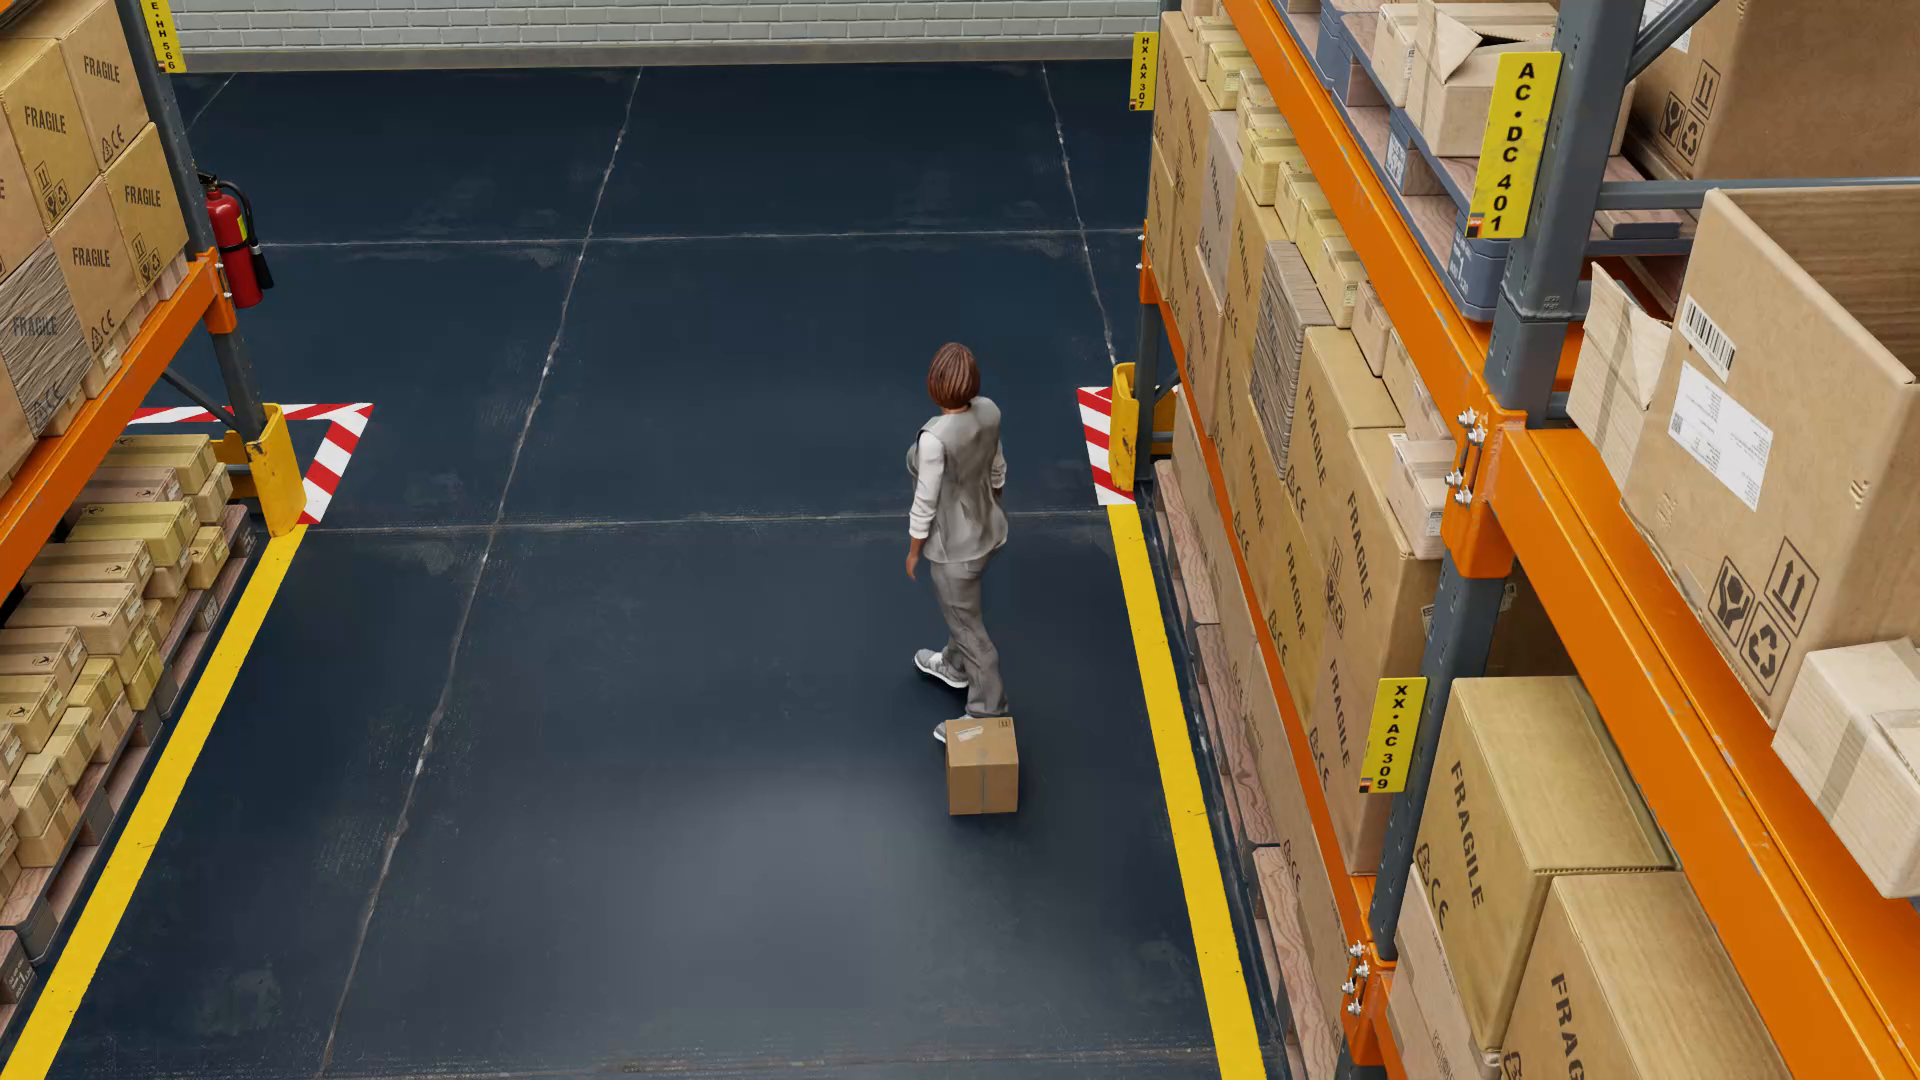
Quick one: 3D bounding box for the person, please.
[{"bbox_3d":[-0.014,0.036,6.164,0.541,1.475,0.496,21,41,26],"label":"person"}]
